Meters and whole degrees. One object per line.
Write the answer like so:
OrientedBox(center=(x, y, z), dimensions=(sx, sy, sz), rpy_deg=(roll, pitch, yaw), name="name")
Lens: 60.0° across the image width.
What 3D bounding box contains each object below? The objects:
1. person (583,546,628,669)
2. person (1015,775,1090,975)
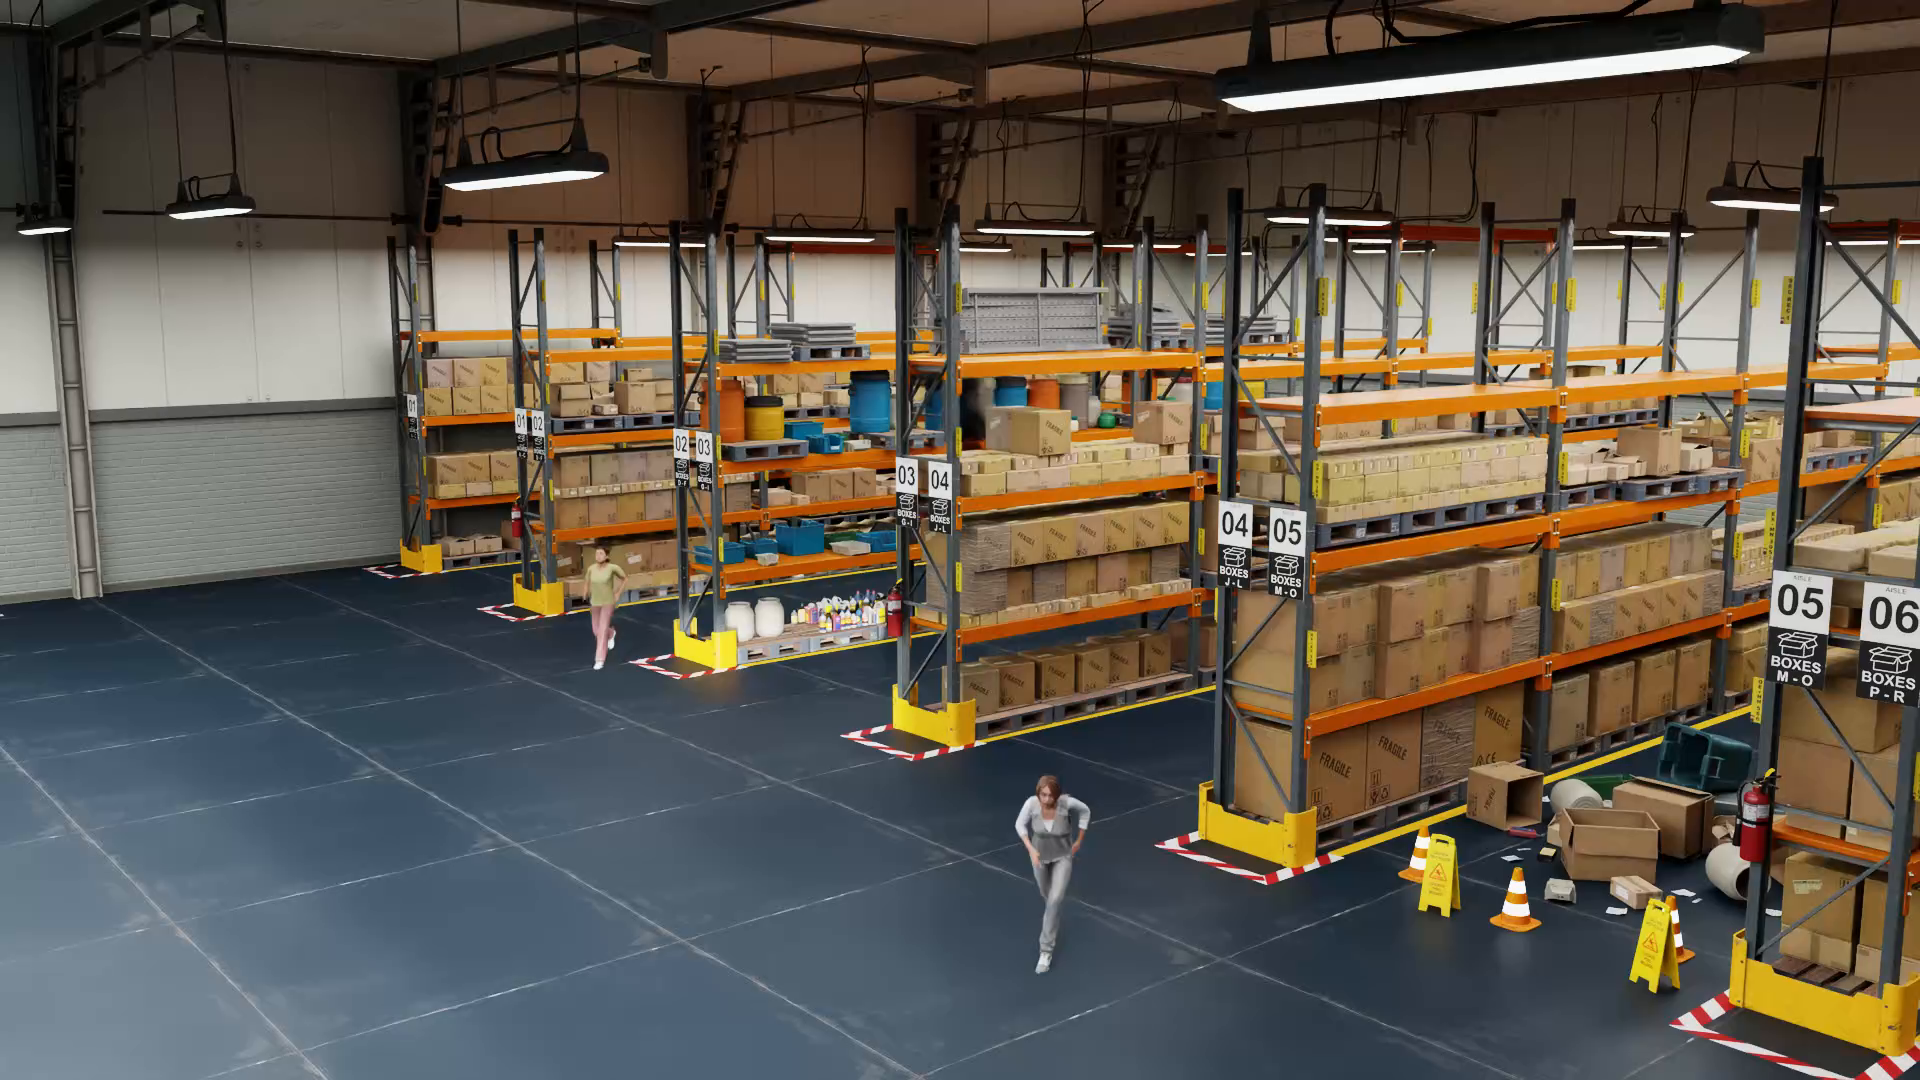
OrientedBox(center=(-4.852, 0.907, 22.743), dimensions=(0.589, 1.637, 0.746), rpy_deg=(1, 9, 9), name="person")
OrientedBox(center=(0.719, 2.474, 12.884), dimensions=(0.571, 1.547, 0.916), rpy_deg=(1, 9, 5), name="person")
